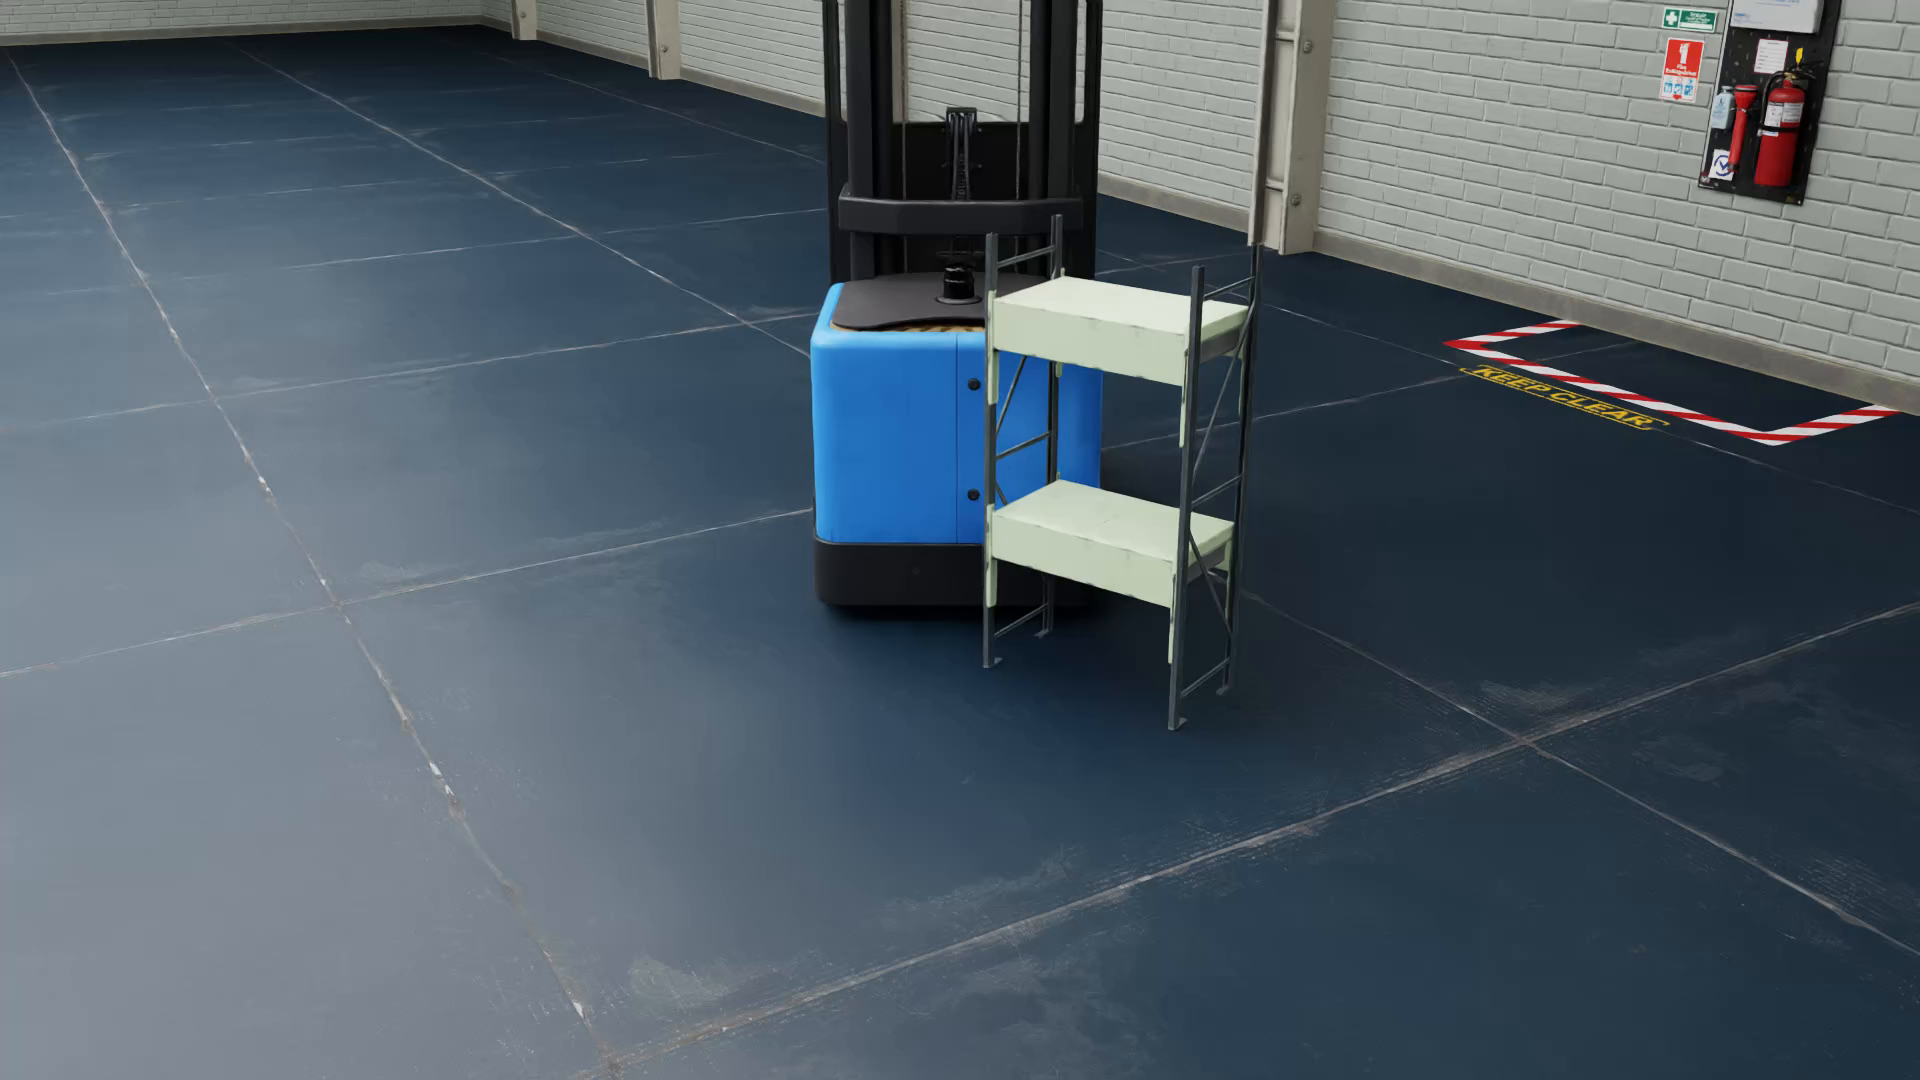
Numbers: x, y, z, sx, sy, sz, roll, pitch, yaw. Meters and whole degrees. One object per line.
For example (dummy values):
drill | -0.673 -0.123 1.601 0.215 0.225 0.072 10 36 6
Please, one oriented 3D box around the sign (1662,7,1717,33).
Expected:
sign | 3.954 -2.822 9.019 0.001 0.109 0.331 -13 25 -28

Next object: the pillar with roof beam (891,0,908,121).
pillar with roof beam | -4.448 -7.393 13.049 9.100 9.000 0.400 -13 25 -28

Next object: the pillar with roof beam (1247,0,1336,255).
pillar with roof beam | -1.383 -5.450 8.270 9.100 9.000 0.400 -13 25 -28

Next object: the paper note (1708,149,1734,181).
paper note | 4.122 -2.027 8.984 0.016 0.148 0.142 -13 25 -28

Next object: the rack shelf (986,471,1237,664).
rack shelf | 0.500 0.074 5.503 0.720 0.370 0.431 16 27 34

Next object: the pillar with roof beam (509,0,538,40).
pillar with roof beam | -10.578 -11.277 22.606 9.100 9.000 0.400 -13 25 -28

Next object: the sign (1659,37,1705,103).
sign | 3.960 -2.580 9.127 0.001 0.329 0.234 -13 25 -28

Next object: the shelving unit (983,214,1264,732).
shelving unit | 0.500 -0.228 5.380 0.755 1.500 0.431 16 27 34

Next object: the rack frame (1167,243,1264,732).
rack frame | 0.793 -0.145 5.176 0.023 1.500 0.400 16 27 34

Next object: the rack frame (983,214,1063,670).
rack frame | 0.208 -0.311 5.584 0.023 1.500 0.400 16 27 34

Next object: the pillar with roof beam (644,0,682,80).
pillar with roof beam | -7.513 -9.335 17.827 9.100 9.000 0.400 -13 25 -28

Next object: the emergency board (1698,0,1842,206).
emergency board | 4.153 -2.364 8.645 0.194 1.169 0.643 -13 25 -28

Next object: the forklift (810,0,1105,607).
forklift | 0.014 -1.622 6.909 1.130 2.935 3.031 0 22 1

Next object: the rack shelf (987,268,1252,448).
rack shelf | 0.500 -0.589 5.233 0.720 0.370 0.431 16 27 34
